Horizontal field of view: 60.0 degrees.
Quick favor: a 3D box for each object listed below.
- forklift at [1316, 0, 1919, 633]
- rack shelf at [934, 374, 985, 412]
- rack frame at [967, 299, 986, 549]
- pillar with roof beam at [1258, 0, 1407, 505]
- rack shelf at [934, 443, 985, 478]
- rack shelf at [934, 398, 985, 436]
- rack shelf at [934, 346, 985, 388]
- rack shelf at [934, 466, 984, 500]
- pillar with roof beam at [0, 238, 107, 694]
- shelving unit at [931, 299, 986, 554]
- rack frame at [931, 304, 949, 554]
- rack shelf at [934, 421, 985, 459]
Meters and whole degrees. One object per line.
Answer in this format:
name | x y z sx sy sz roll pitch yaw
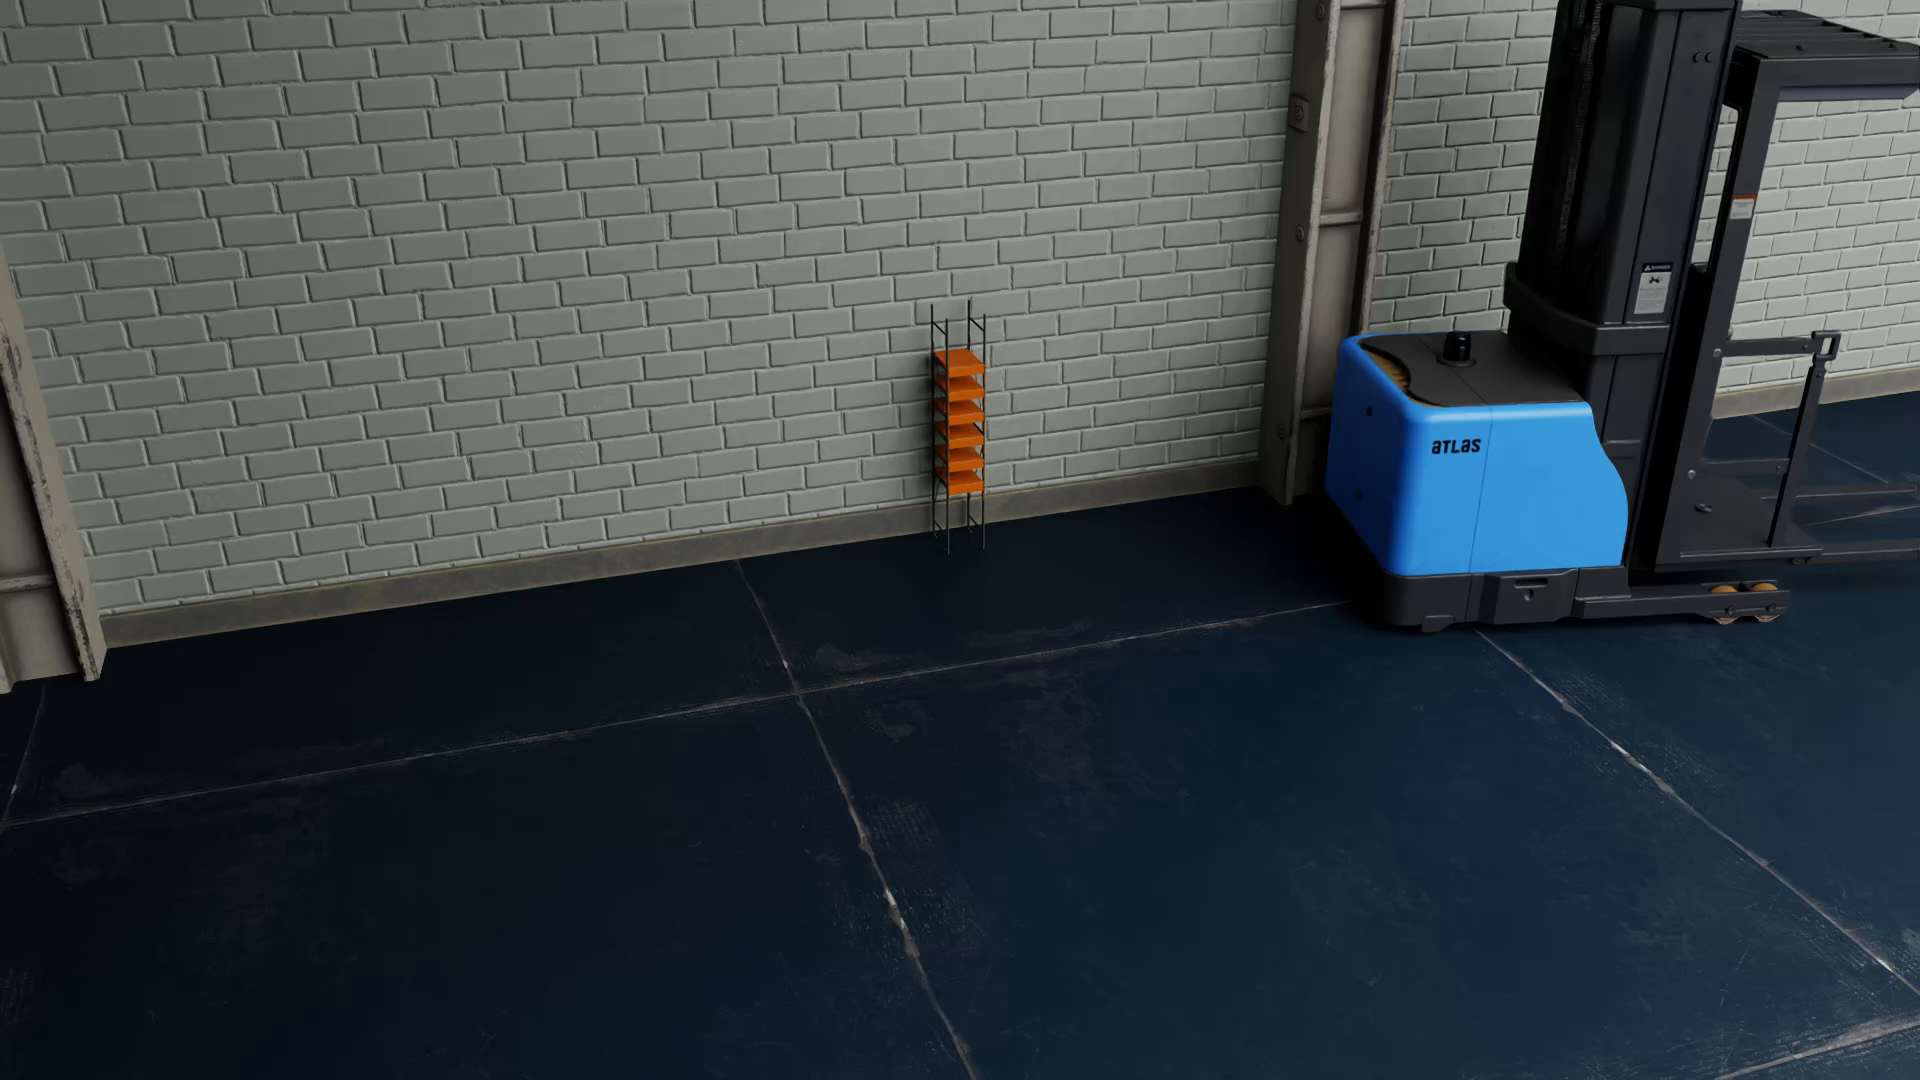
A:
forklift | 3.303 -1.170 7.311 3.031 2.935 1.130 -3 27 -6
rack shelf | -0.009 -0.707 7.885 0.180 0.103 0.258 -9 28 -17
rack frame | 0.078 -0.545 7.999 0.006 1.200 0.240 -9 28 -17
pillar with roof beam | 3.145 -2.483 3.131 0.400 9.000 9.100 -8 28 -16
rack shelf | -0.009 -0.385 8.045 0.180 0.103 0.258 -9 28 -17
rack shelf | -0.009 -0.599 7.938 0.180 0.103 0.258 -9 28 -17
rack shelf | -0.009 -0.814 7.832 0.180 0.103 0.258 -9 28 -17
rack shelf | -0.009 -0.277 8.098 0.180 0.103 0.258 -9 28 -17
pillar with roof beam | -2.560 -1.656 1.467 0.400 9.000 9.100 -8 28 -16
shelving unit | -0.009 -0.532 7.972 0.189 1.200 0.258 -9 28 -17
rack frame | -0.095 -0.518 7.945 0.006 1.200 0.240 -9 28 -17
rack shelf | -0.009 -0.492 7.992 0.180 0.103 0.258 -9 28 -17
